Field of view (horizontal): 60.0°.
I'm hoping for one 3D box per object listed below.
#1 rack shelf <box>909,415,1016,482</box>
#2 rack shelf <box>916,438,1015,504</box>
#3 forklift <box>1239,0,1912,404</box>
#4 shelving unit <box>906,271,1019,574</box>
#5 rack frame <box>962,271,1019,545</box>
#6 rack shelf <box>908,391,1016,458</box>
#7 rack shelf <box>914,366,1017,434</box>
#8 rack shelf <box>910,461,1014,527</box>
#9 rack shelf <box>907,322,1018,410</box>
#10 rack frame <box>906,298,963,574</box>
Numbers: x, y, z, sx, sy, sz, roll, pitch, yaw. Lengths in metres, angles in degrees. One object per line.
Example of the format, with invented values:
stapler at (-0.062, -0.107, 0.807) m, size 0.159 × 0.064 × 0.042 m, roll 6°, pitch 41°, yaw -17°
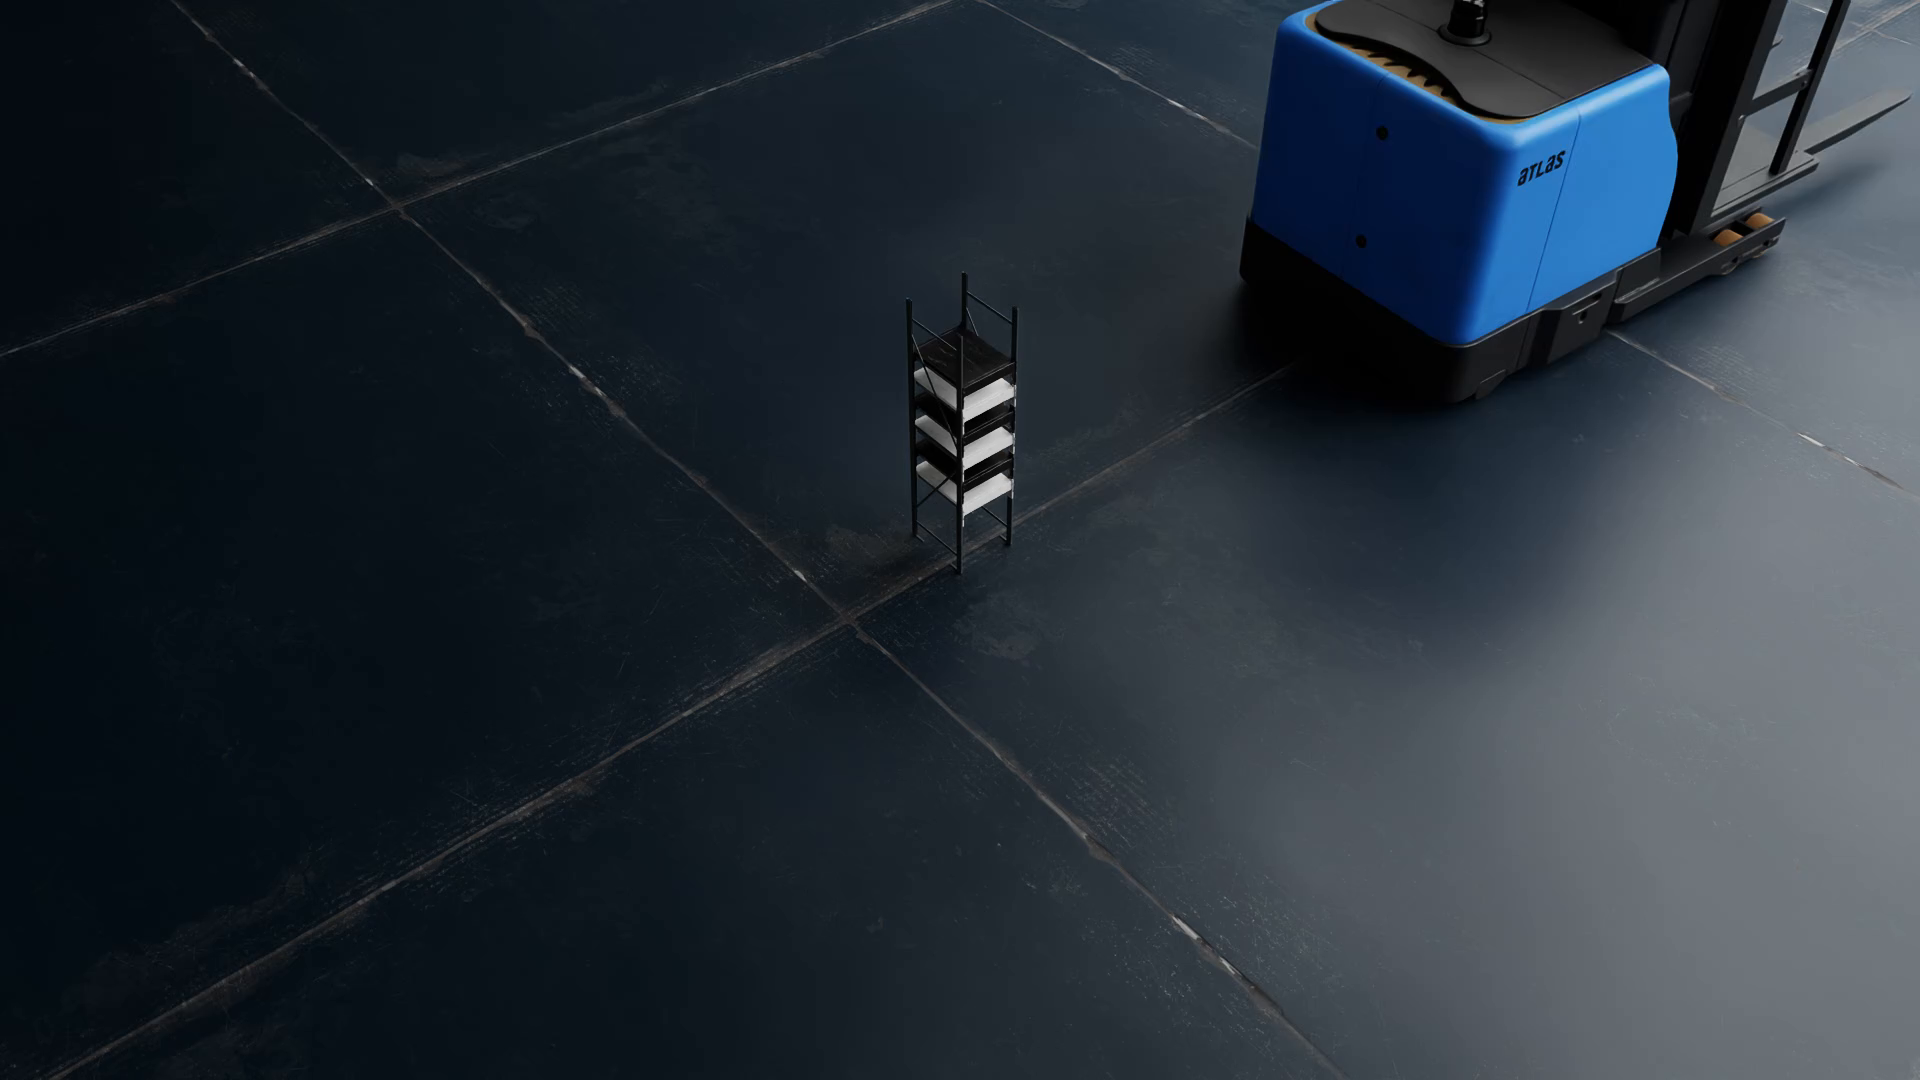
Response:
rack shelf at (0.006, -0.307, 4.969) m, size 0.200 × 0.077 × 0.258 m, roll -30°, pitch 51°, yaw -28°
rack shelf at (0.006, -0.242, 5.030) m, size 0.200 × 0.077 × 0.258 m, roll -30°, pitch 51°, yaw -28°
forklift at (2.535, -2.345, 5.606) m, size 3.031 × 2.935 × 1.130 m, roll -26°, pitch 49°, yaw -25°
shelving unit at (0.006, -0.332, 4.946) m, size 0.210 × 0.900 × 0.258 m, roll -30°, pitch 51°, yaw -28°
rack frame at (0.084, -0.376, 4.993) m, size 0.006 × 0.900 × 0.240 m, roll -30°, pitch 51°, yaw -28°
rack shelf at (0.006, -0.373, 4.907) m, size 0.200 × 0.077 × 0.258 m, roll -30°, pitch 51°, yaw -28°
rack shelf at (0.006, -0.438, 4.845) m, size 0.200 × 0.077 × 0.258 m, roll -30°, pitch 51°, yaw -28°
rack shelf at (0.006, -0.176, 5.092) m, size 0.200 × 0.077 × 0.258 m, roll -30°, pitch 51°, yaw -28°
rack shelf at (0.006, -0.504, 4.784) m, size 0.200 × 0.077 × 0.258 m, roll -30°, pitch 51°, yaw -28°
rack frame at (-0.072, -0.287, 4.898) m, size 0.006 × 0.900 × 0.240 m, roll -30°, pitch 51°, yaw -28°
